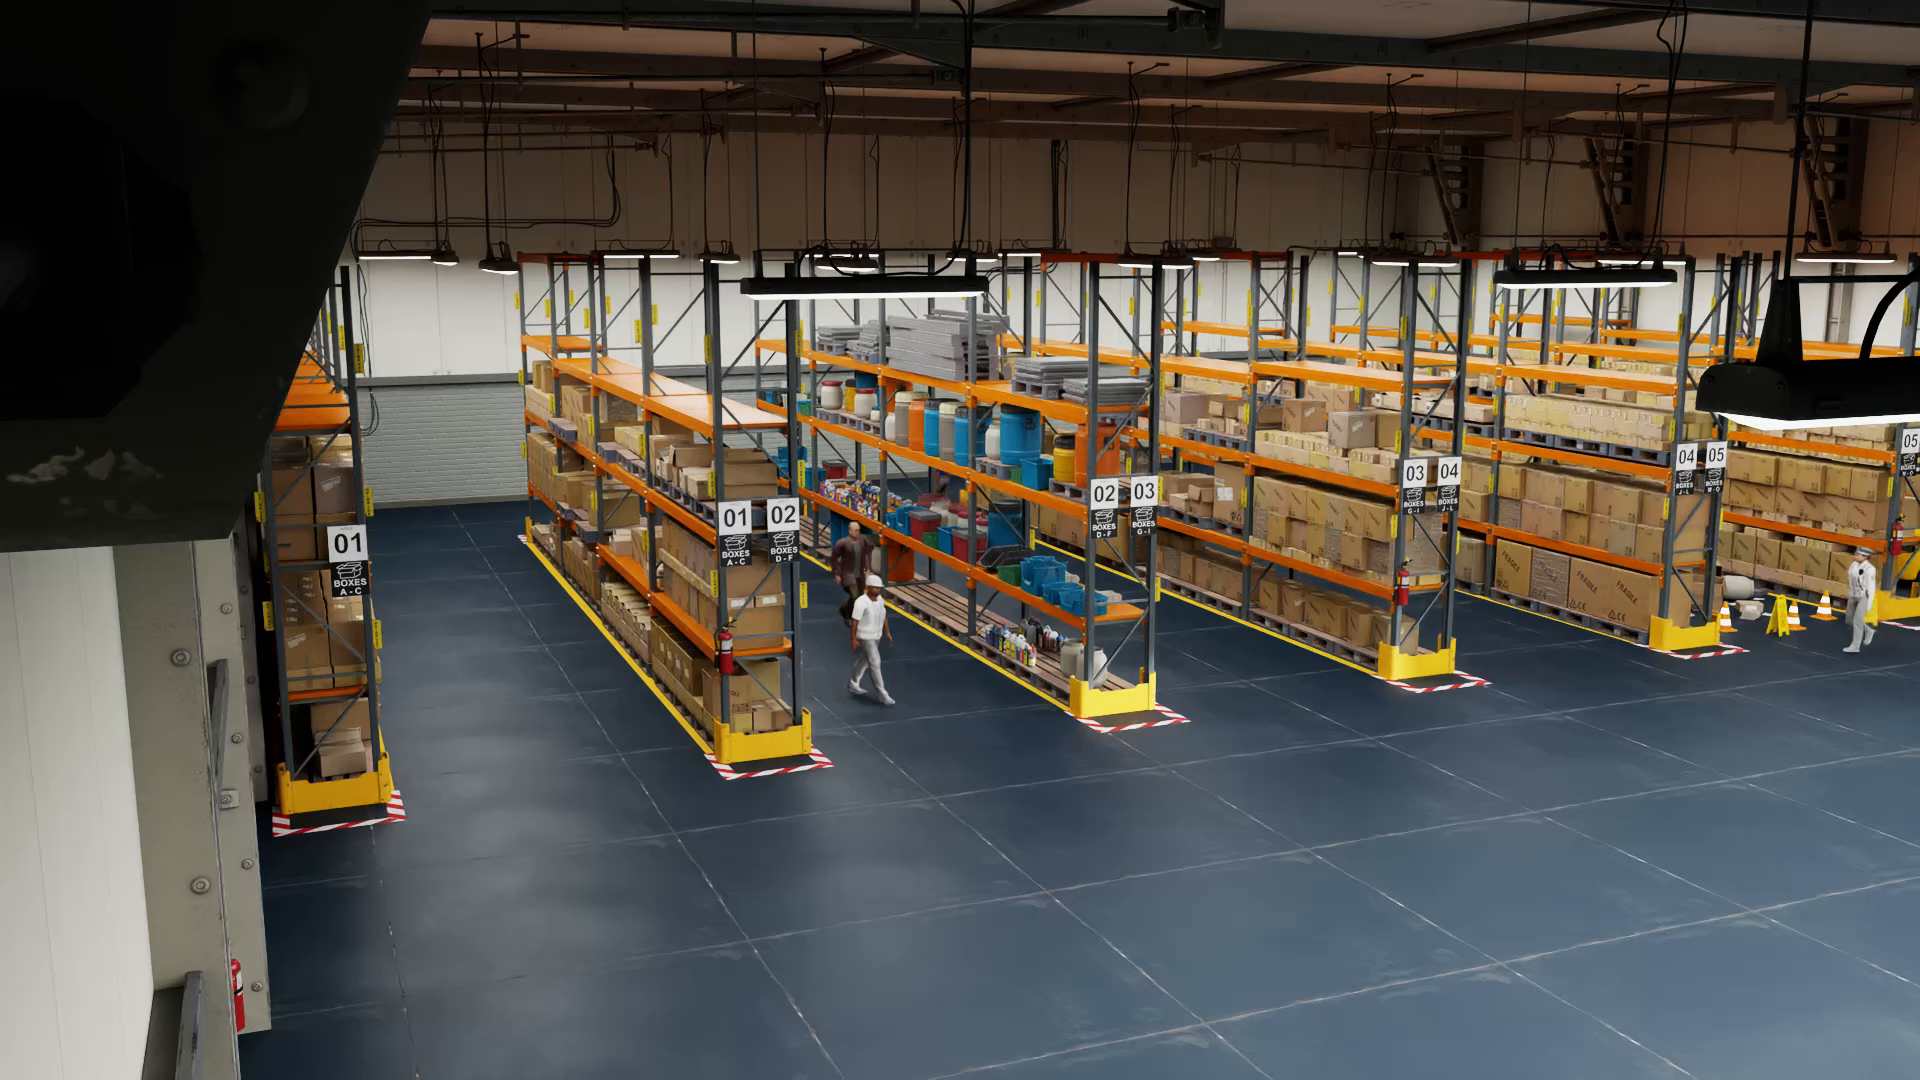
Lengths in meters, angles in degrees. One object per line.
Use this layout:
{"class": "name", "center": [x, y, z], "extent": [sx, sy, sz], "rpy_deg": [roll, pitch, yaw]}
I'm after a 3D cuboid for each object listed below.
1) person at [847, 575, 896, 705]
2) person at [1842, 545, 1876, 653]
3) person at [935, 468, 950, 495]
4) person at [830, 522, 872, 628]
{"class": "person", "center": [-1.189, 1.327, 22.852], "extent": [0.950, 1.718, 0.593], "rpy_deg": [5, 12, 27]}
{"class": "person", "center": [13.866, 0.883, 25.511], "extent": [0.647, 1.660, 0.493], "rpy_deg": [-2, 11, -13]}
{"class": "person", "center": [-0.430, -1.265, 37.411], "extent": [0.369, 1.679, 0.505], "rpy_deg": [8, 13, 38]}
{"class": "person", "center": [-1.752, 0.581, 26.288], "extent": [0.668, 1.747, 0.786], "rpy_deg": [-8, 13, -38]}
